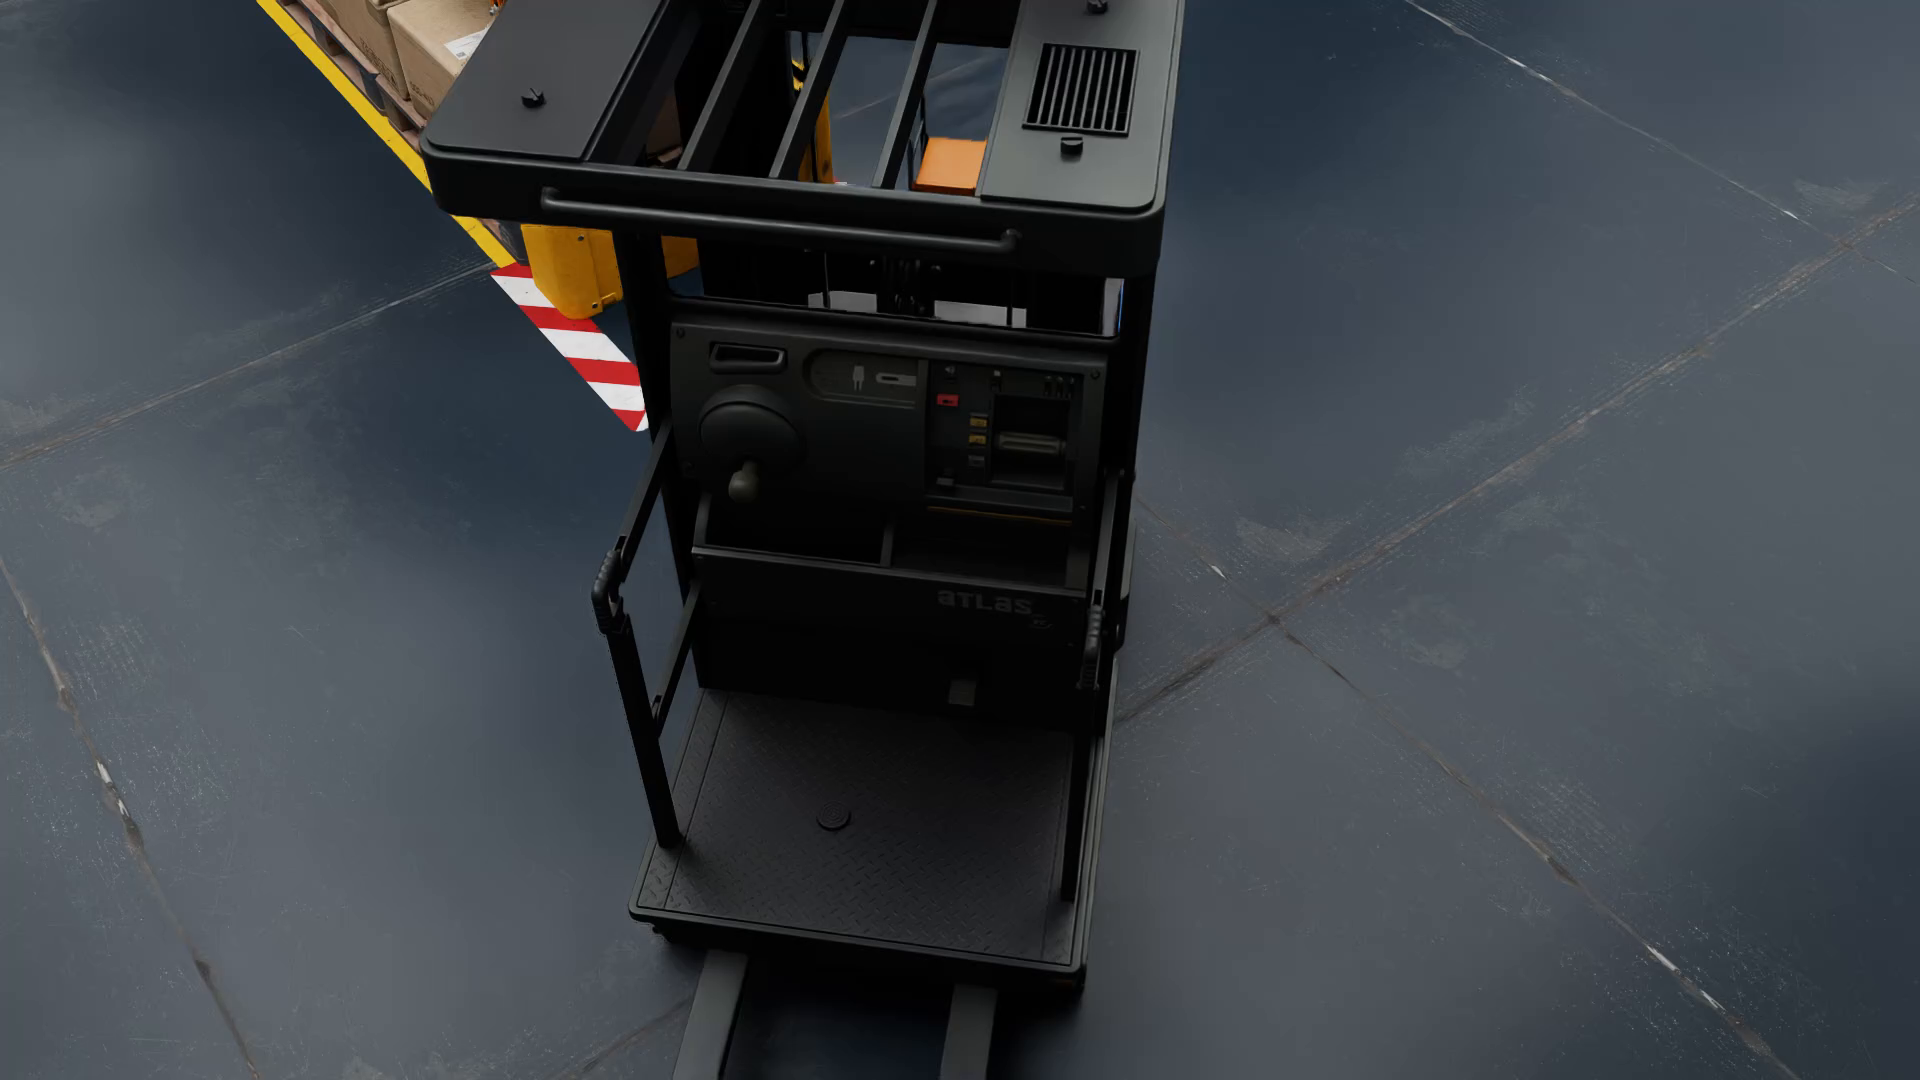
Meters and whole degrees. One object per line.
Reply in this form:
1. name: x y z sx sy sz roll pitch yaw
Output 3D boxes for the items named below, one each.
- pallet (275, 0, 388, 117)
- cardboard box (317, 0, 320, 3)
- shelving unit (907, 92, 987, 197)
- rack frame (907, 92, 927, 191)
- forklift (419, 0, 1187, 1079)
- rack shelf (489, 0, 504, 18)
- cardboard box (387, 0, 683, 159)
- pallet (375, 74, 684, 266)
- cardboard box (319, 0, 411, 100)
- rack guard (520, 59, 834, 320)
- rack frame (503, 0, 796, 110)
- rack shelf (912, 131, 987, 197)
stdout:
1. pallet: -2.321 -2.373 7.259 1.003 0.211 1.213 -29 54 -24
2. cardboard box: -2.625 -2.848 7.253 0.875 0.438 0.875 -31 55 -25
3. shelving unit: 0.119 -0.776 5.144 0.503 1.200 0.258 6 48 6
4. rack frame: -0.122 -0.803 5.168 0.015 1.200 0.240 6 48 6
5. forklift: -0.189 -0.146 3.404 1.130 2.935 3.031 6 48 6
6. rack shelf: -2.251 -3.092 6.514 1.077 0.370 4.000 -29 54 -24
7. cardboard box: -1.519 -1.779 6.284 0.875 0.438 0.875 -31 55 -25
8. pallet: -1.586 -1.654 6.607 1.003 0.211 1.213 -29 54 -24
9. cardboard box: -2.080 -2.315 6.770 0.875 0.438 0.875 -28 54 -23
10. rack guard: -1.025 -1.301 6.092 1.175 0.500 0.348 -29 54 -24
11. rack frame: -1.040 -2.155 5.179 1.000 3.000 0.127 -29 54 -24
12. rack shelf: 0.119 -1.040 4.853 0.480 0.148 0.258 6 48 6
